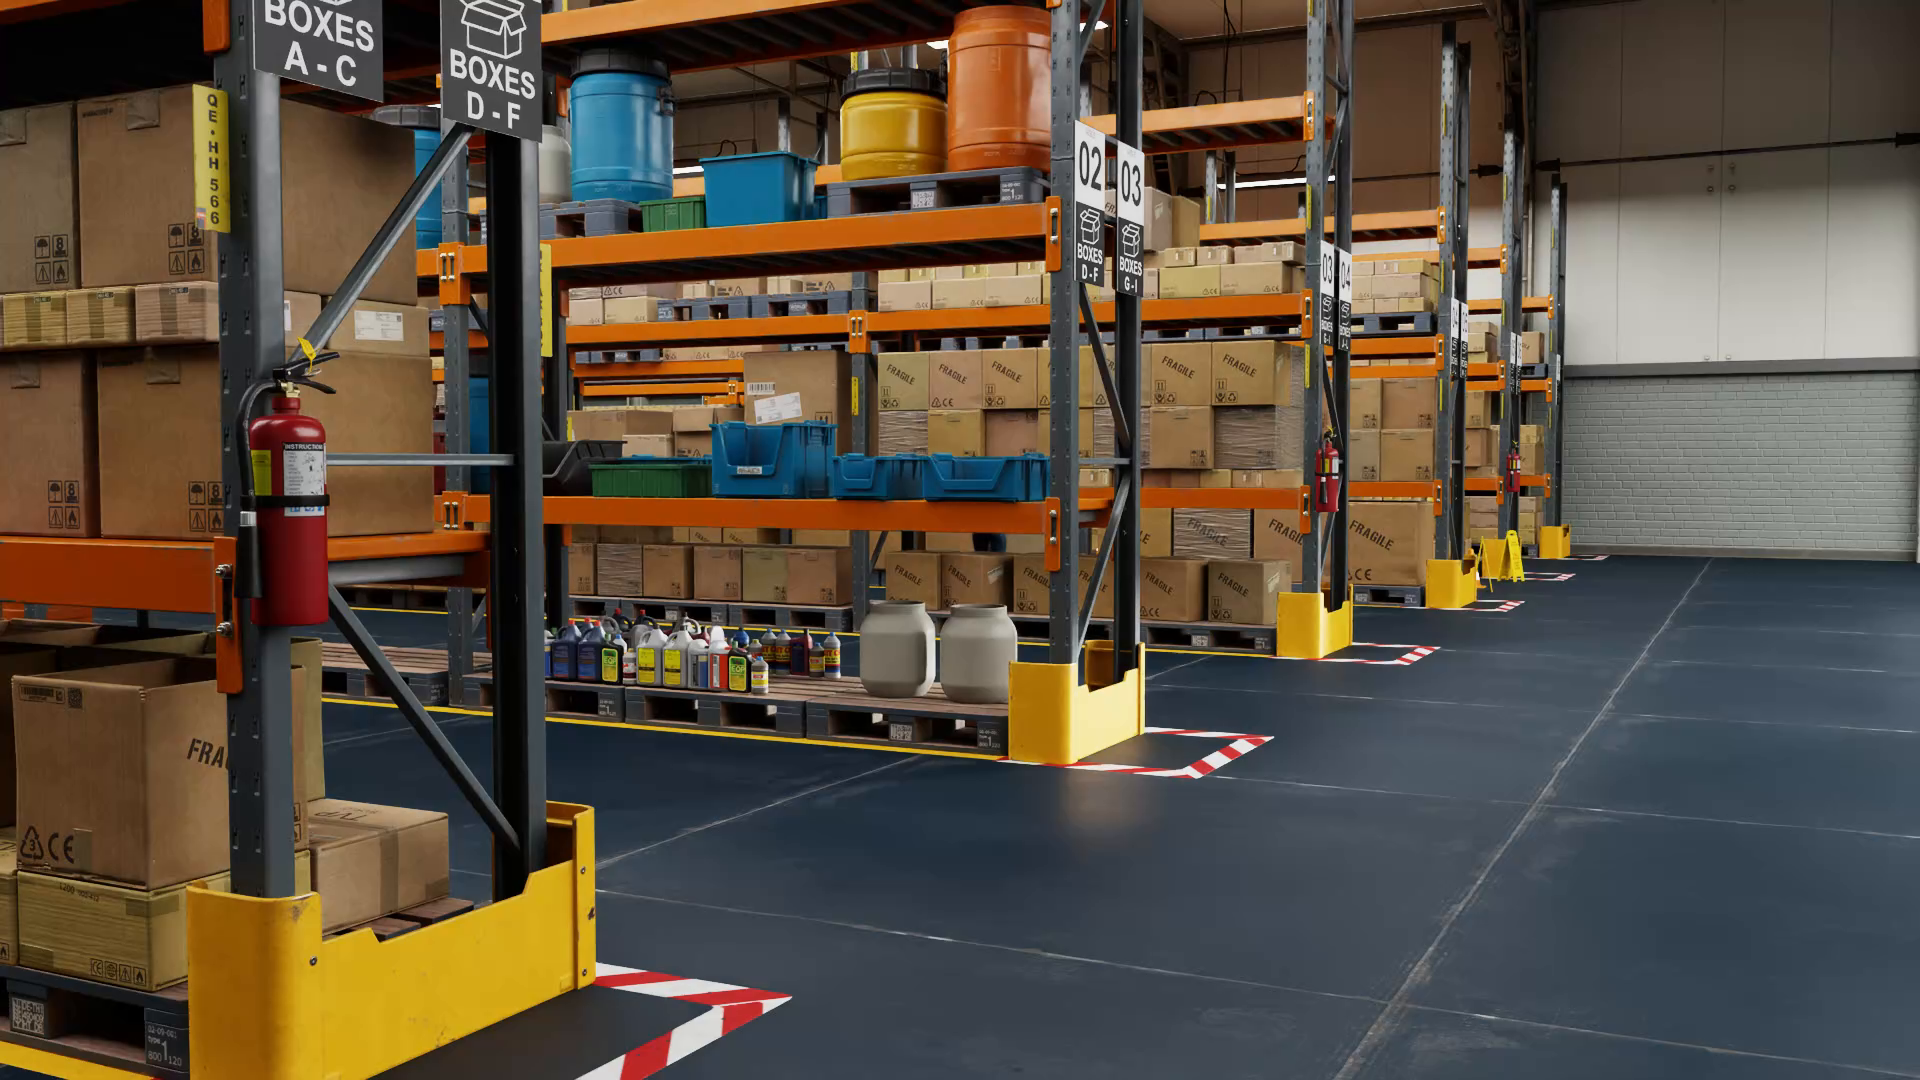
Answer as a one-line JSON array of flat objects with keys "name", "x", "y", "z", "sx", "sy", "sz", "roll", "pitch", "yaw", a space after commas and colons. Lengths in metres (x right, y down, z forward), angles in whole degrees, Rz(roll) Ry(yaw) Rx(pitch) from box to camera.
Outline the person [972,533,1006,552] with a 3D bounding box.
[{"name": "person", "x": 0.280, "y": -0.050, "z": 16.908, "sx": 0.407, "sy": 1.561, "sz": 0.312, "roll": 1, "pitch": 3, "yaw": 27}]
